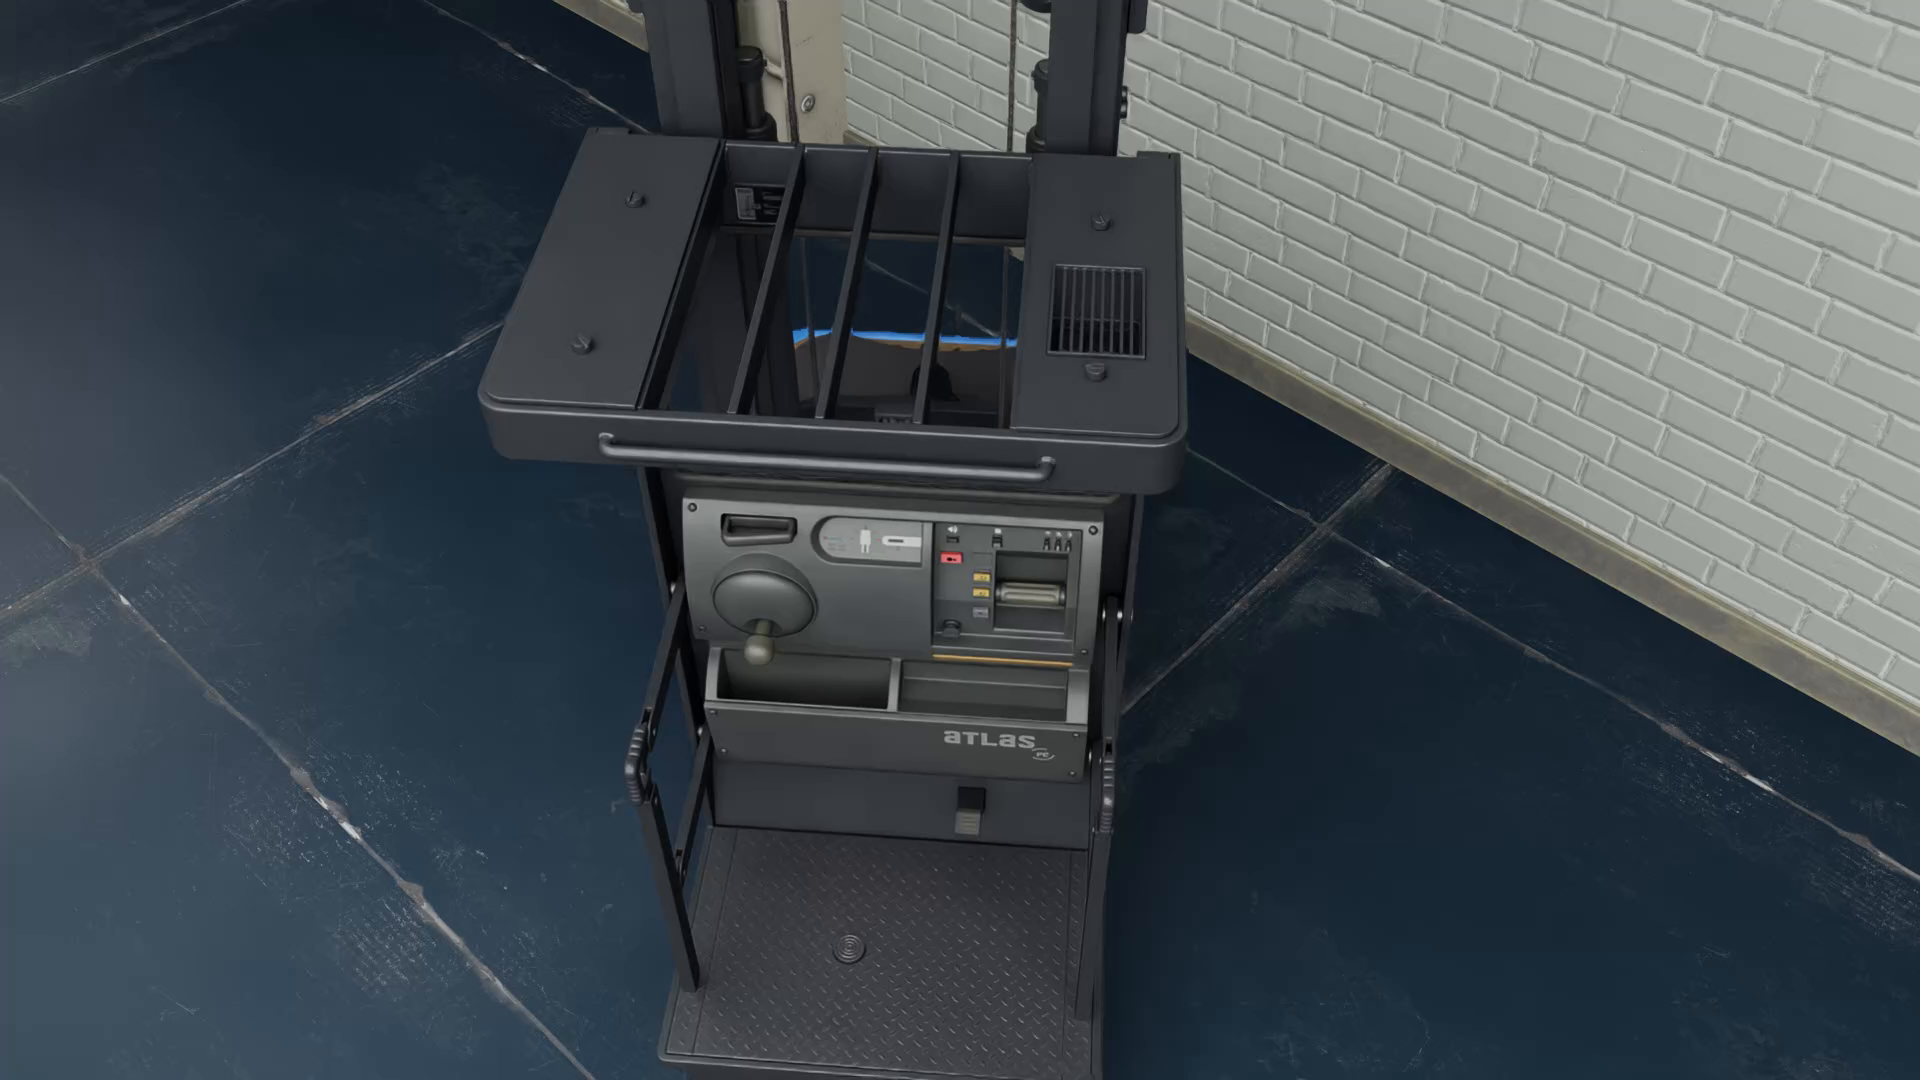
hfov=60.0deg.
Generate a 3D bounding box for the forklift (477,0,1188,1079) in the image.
[{"bbox_3d":[-0.167,0.198,3.554,1.130,2.935,3.031,3,47,3],"label":"forklift"}]

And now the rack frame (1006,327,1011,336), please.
[{"bbox_3d":[0.072,-0.286,5.401,0.006,0.900,0.240,35,56,28],"label":"rack frame"}]

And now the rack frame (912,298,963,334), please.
[{"bbox_3d":[-0.076,-0.388,5.497,0.006,0.900,0.240,35,56,28],"label":"rack frame"}]

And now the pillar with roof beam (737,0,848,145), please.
[{"bbox_3d":[-3.652,-2.472,1.898,0.400,9.000,9.100,34,55,28],"label":"pillar with roof beam"}]

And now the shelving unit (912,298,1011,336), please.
[{"bbox_3d":[-0.002,-0.337,5.449,0.210,0.900,0.258,35,56,28],"label":"shelving unit"}]
